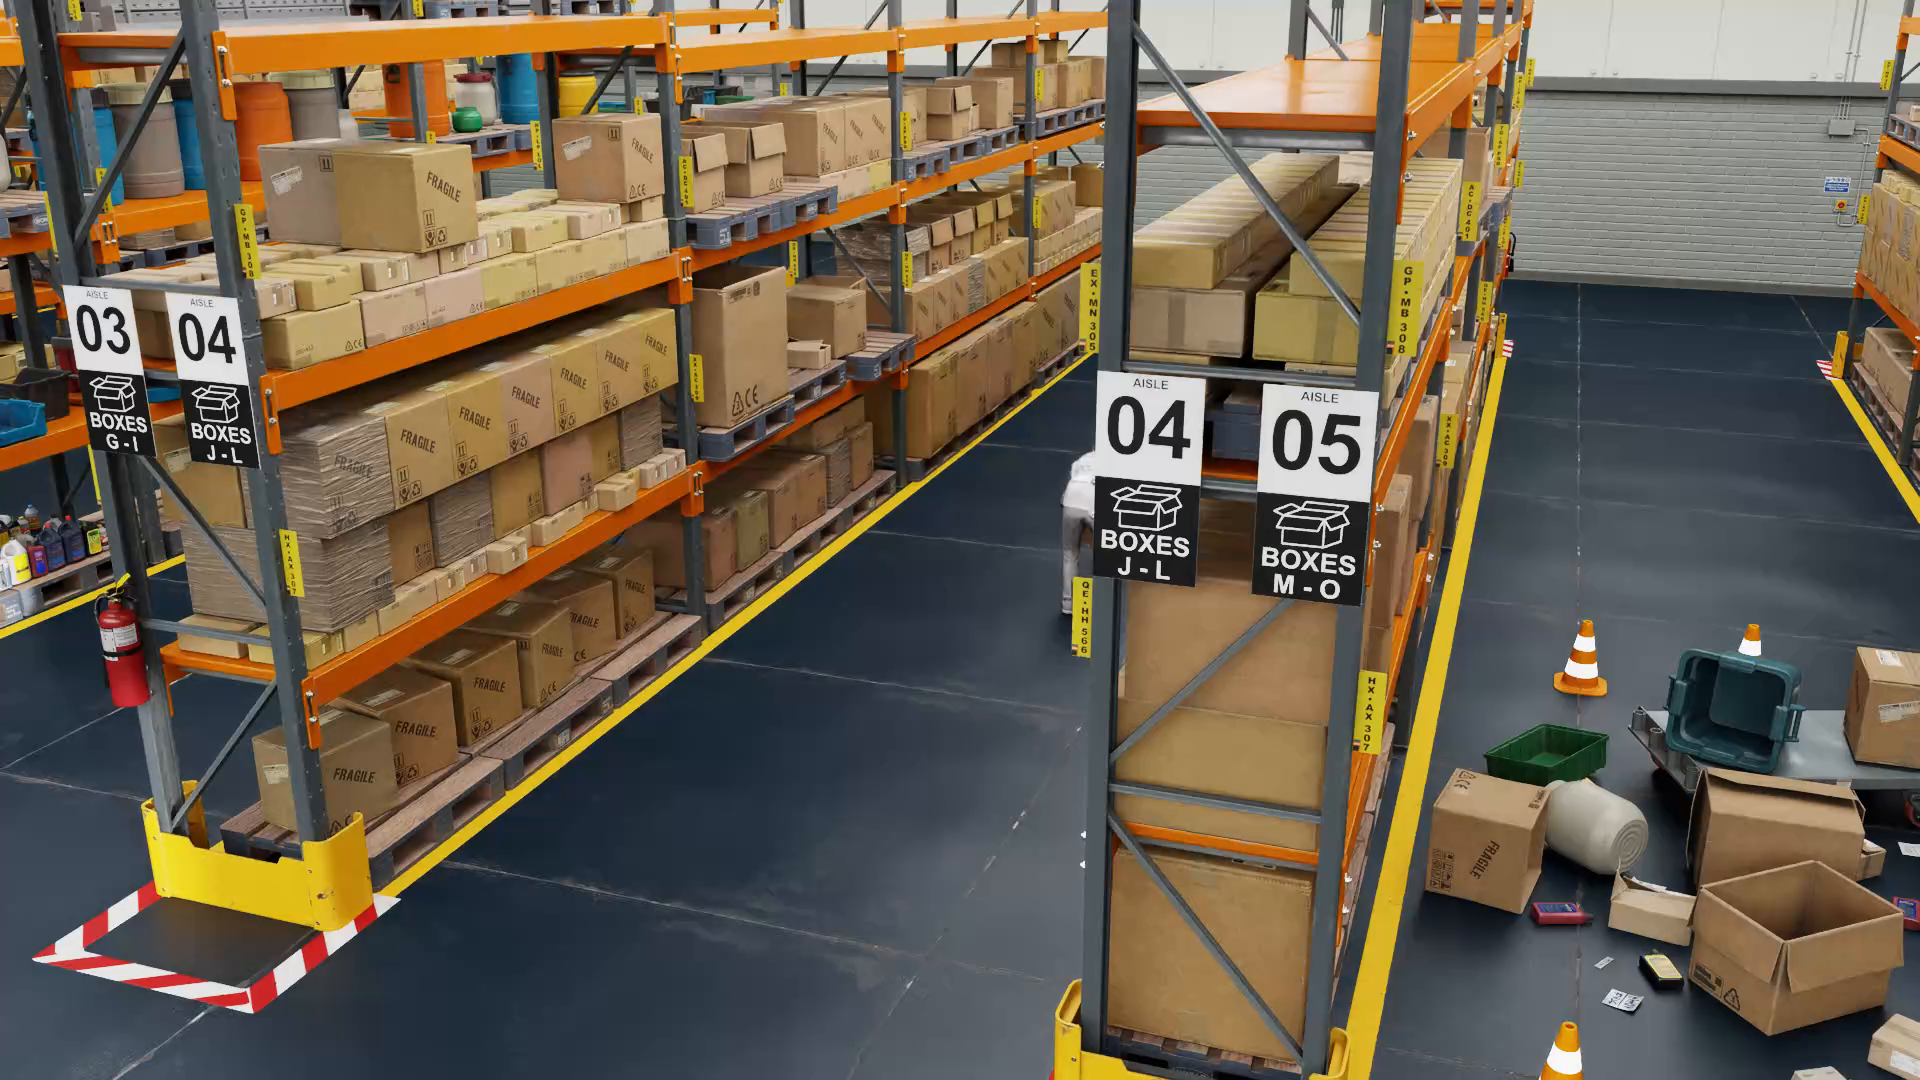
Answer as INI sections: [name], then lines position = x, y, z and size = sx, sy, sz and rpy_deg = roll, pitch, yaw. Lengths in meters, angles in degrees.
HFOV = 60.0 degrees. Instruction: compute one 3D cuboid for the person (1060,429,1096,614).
[person]
position = 1.016, -0.140, 12.539
size = 0.408, 1.306, 0.887
rpy_deg = 6, 20, 17
